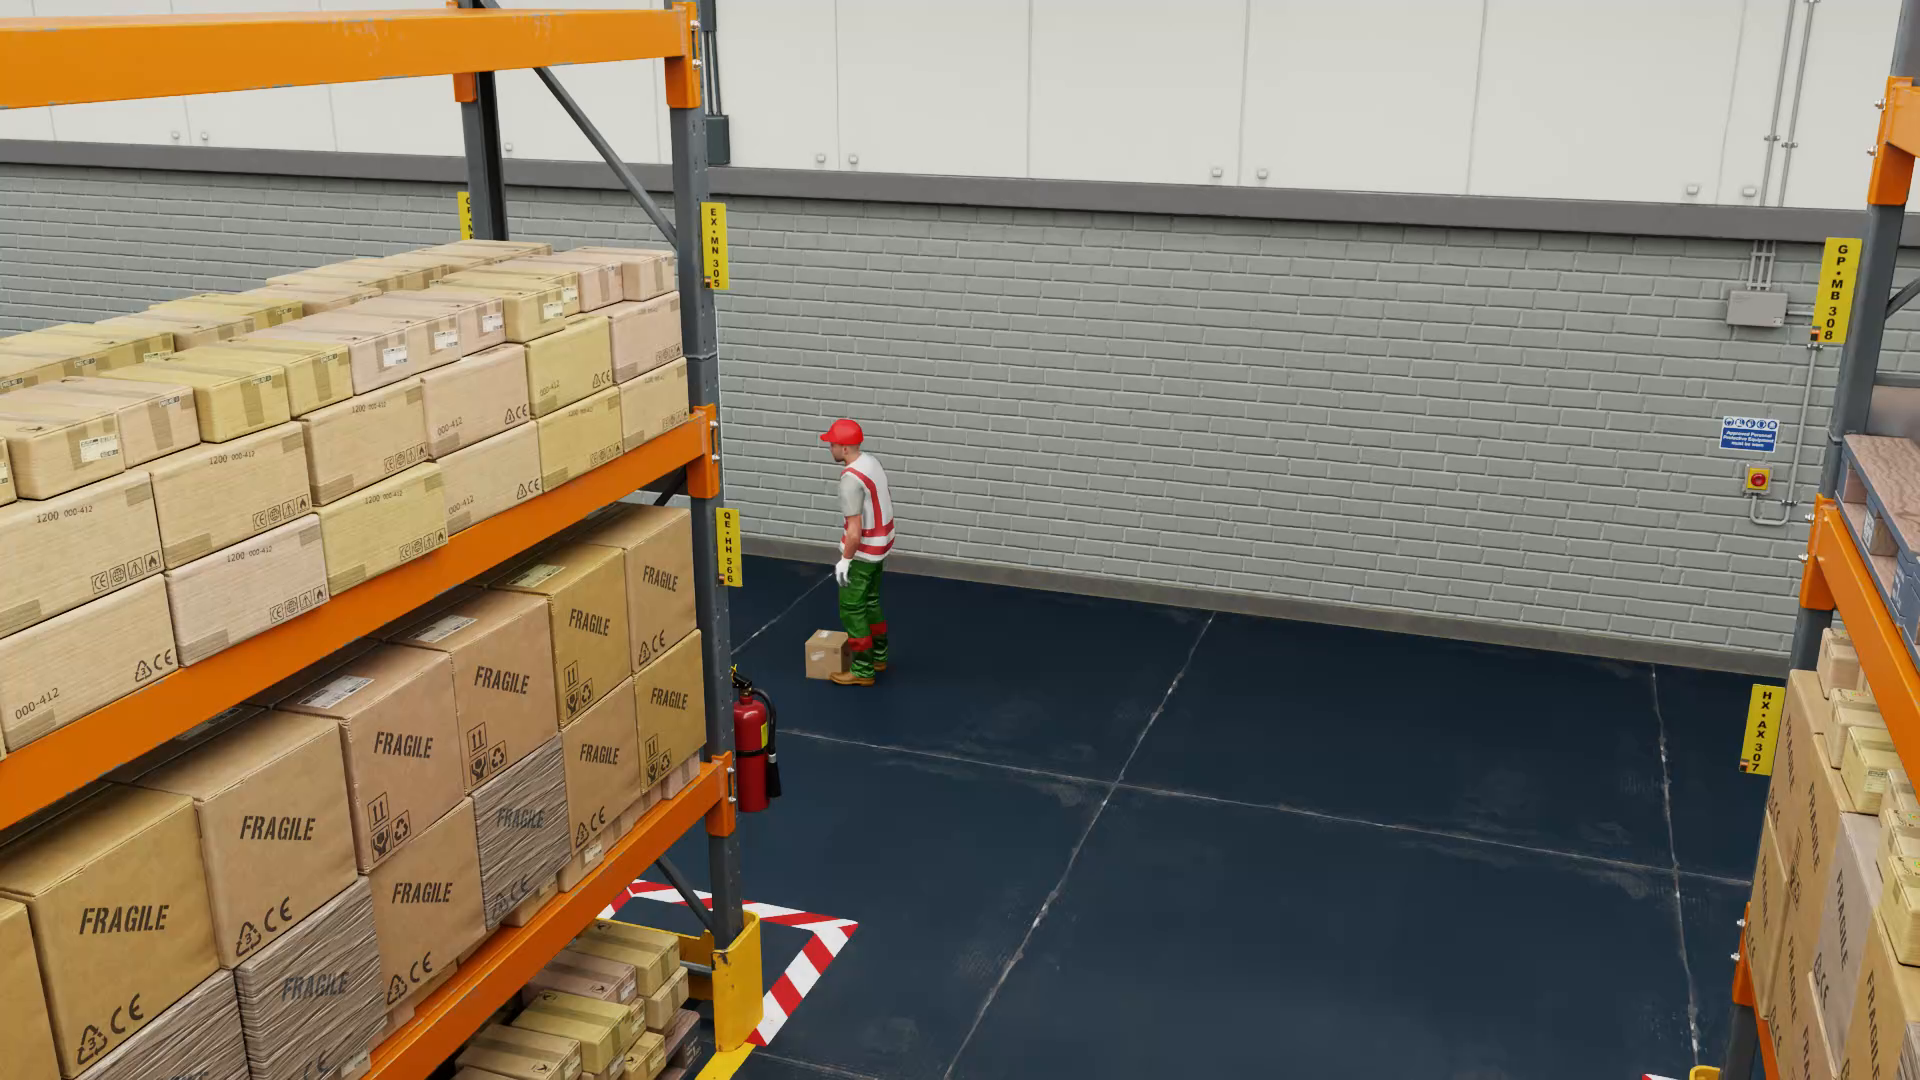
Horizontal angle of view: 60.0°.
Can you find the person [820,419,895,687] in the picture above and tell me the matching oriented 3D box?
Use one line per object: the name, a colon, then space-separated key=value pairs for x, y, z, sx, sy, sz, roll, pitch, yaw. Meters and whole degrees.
person: x=-0.662 y=0.074 z=10.815 sx=0.452 sy=1.778 sz=0.613 roll=5 pitch=19 yaw=15
